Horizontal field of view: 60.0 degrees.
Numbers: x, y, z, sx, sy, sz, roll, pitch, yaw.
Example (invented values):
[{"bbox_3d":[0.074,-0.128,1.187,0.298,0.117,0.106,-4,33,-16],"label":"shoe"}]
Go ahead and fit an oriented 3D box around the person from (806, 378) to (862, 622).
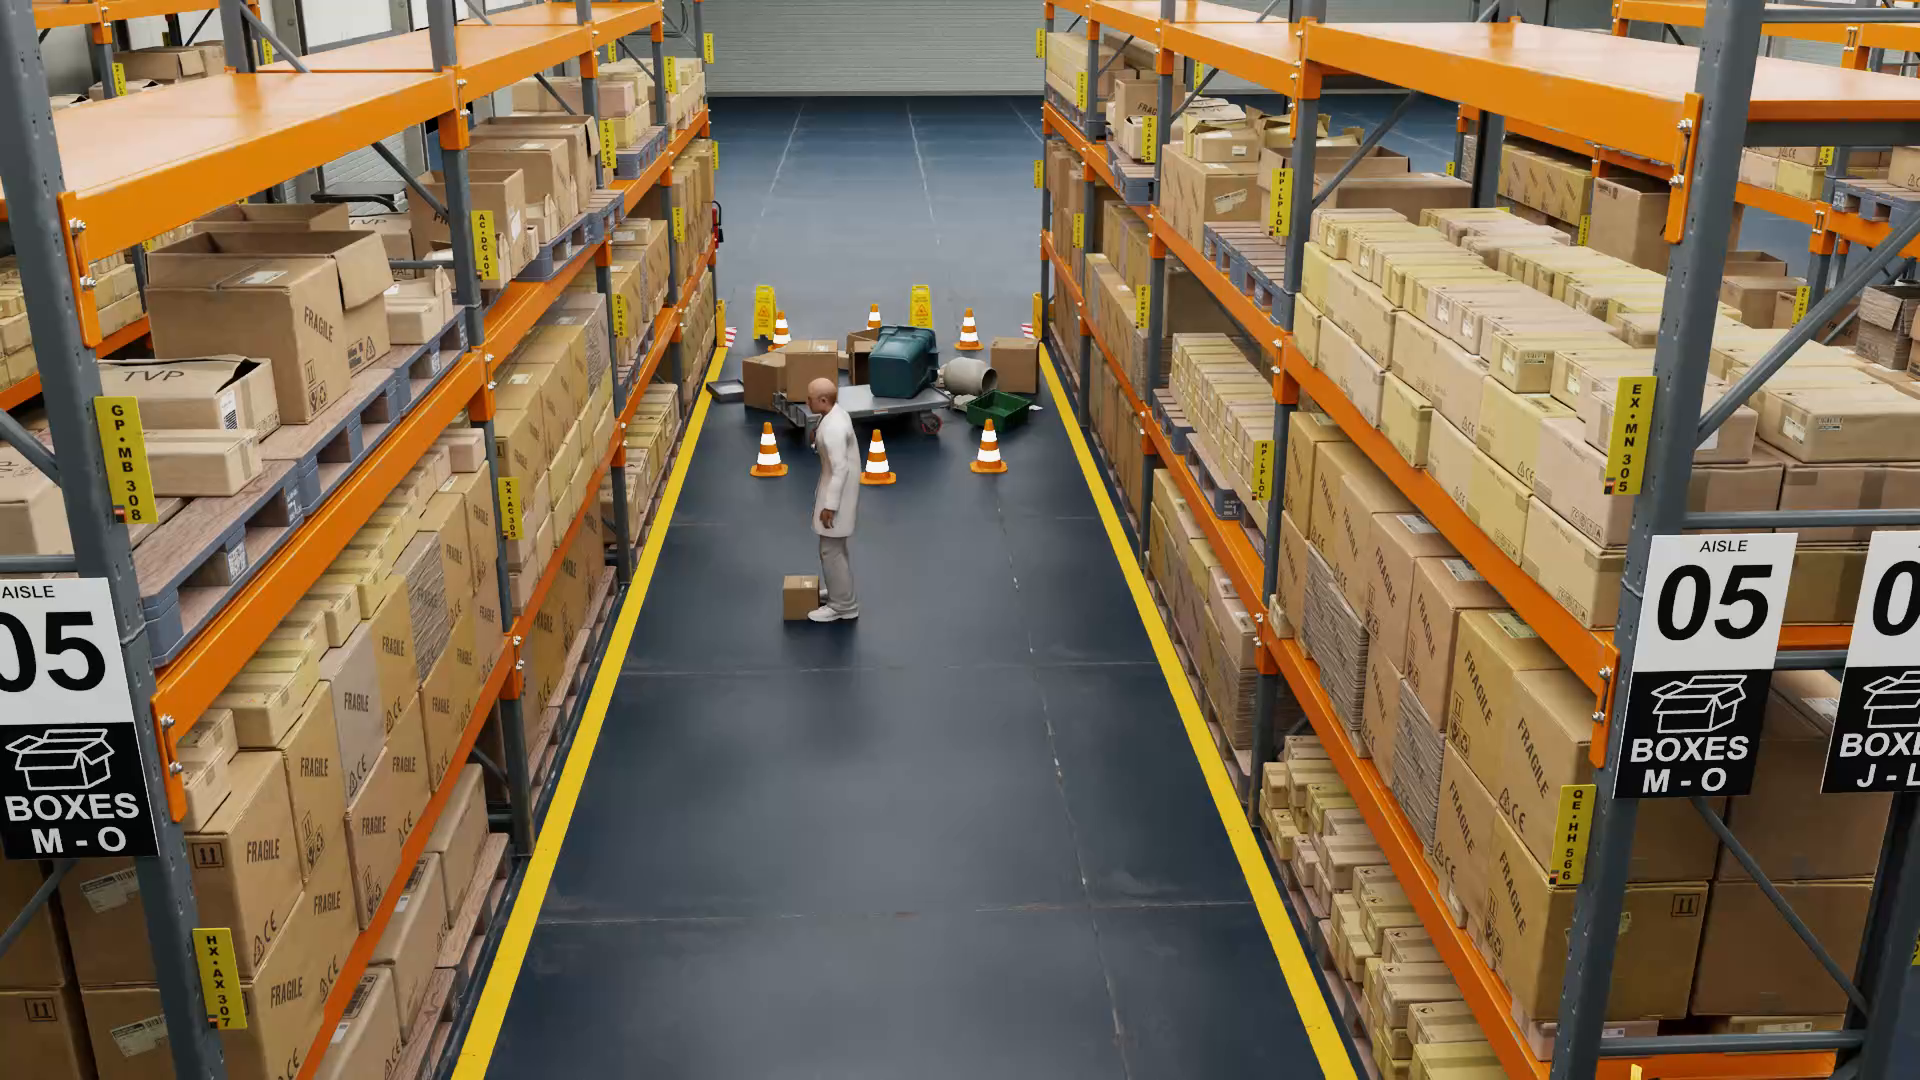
[{"bbox_3d":[-0.912,-0.302,11.922,0.418,1.774,0.646,-1,20,-3],"label":"person"}]
